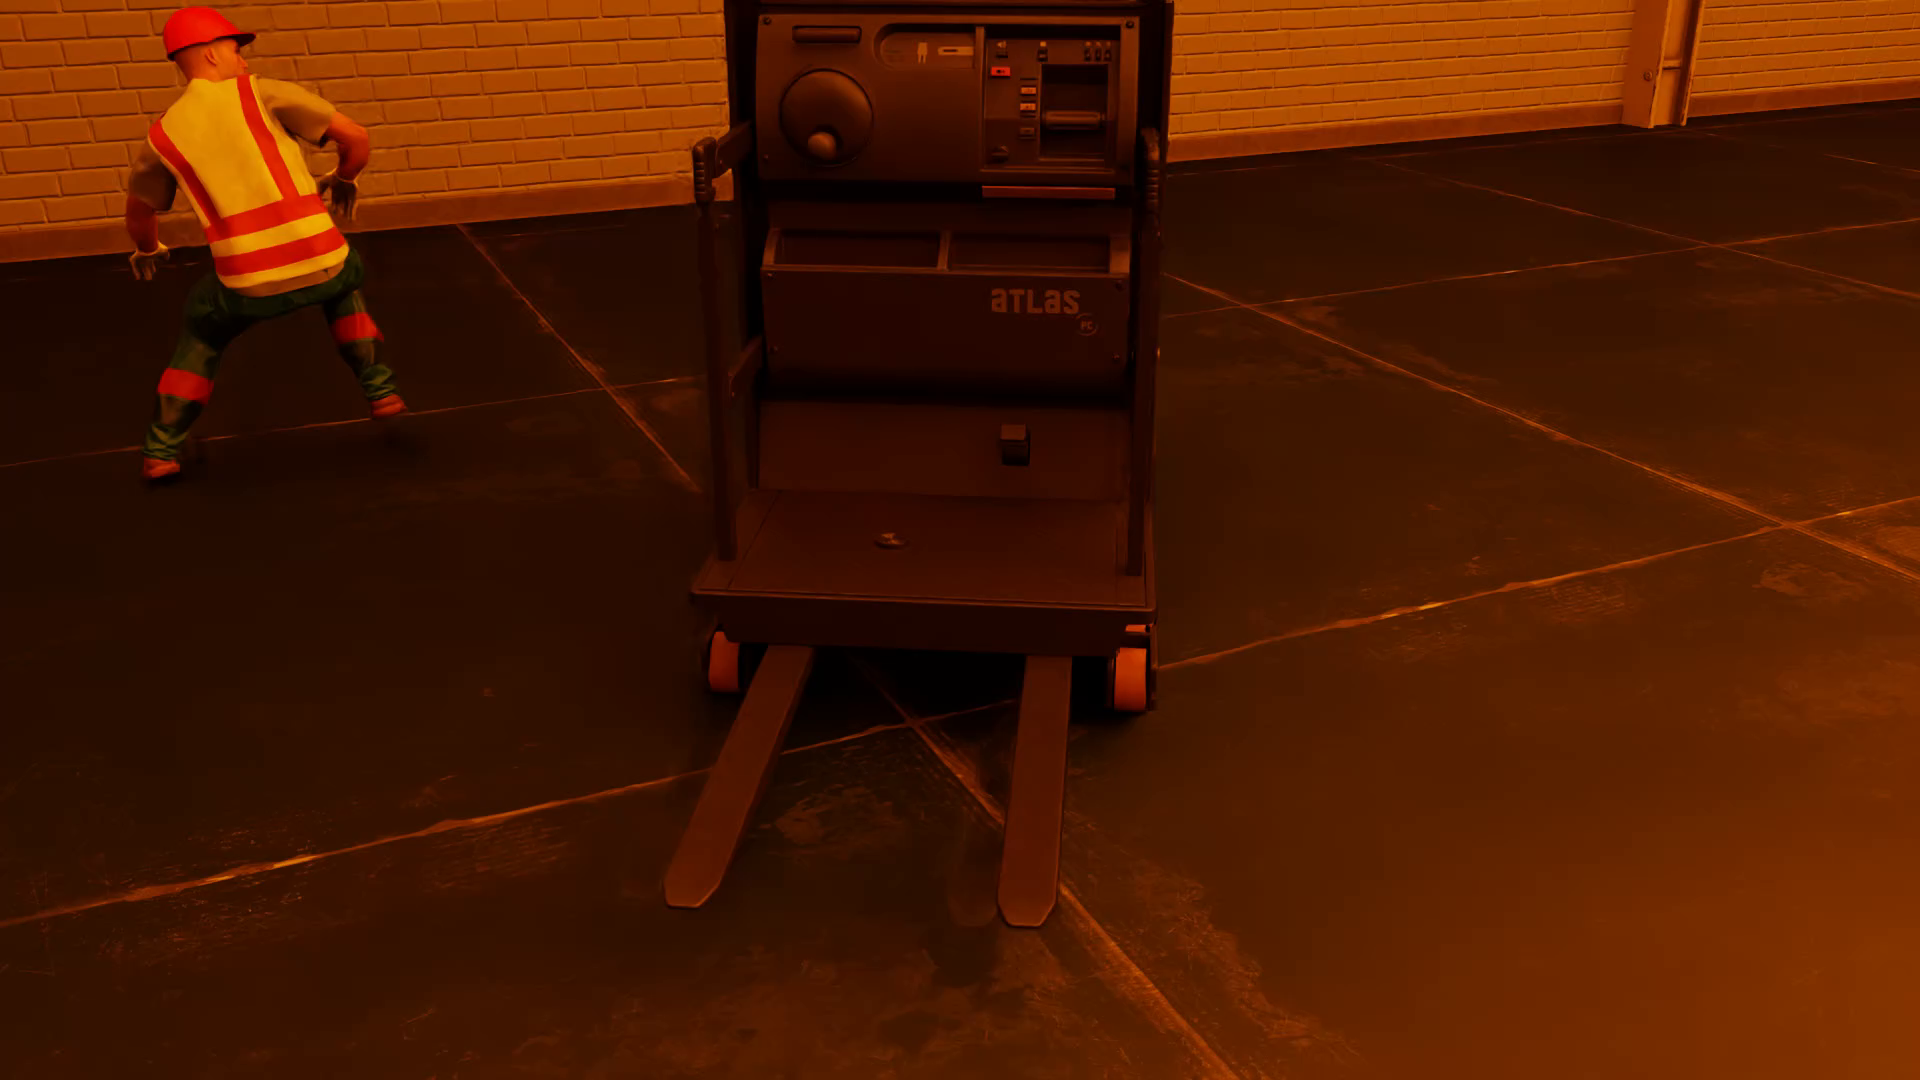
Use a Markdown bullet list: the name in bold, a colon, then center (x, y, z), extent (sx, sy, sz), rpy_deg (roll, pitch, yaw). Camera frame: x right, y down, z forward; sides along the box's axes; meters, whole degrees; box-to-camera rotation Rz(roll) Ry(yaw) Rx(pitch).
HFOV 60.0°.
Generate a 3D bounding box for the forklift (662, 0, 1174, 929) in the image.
- **forklift**: center (-0.052, -1.063, 3.845), extent (1.130, 2.935, 3.031), rpy_deg (2, 23, 5)

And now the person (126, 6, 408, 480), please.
- **person**: center (-2.385, -0.967, 5.541), extent (0.898, 1.540, 0.777), rpy_deg (-8, 24, -18)
